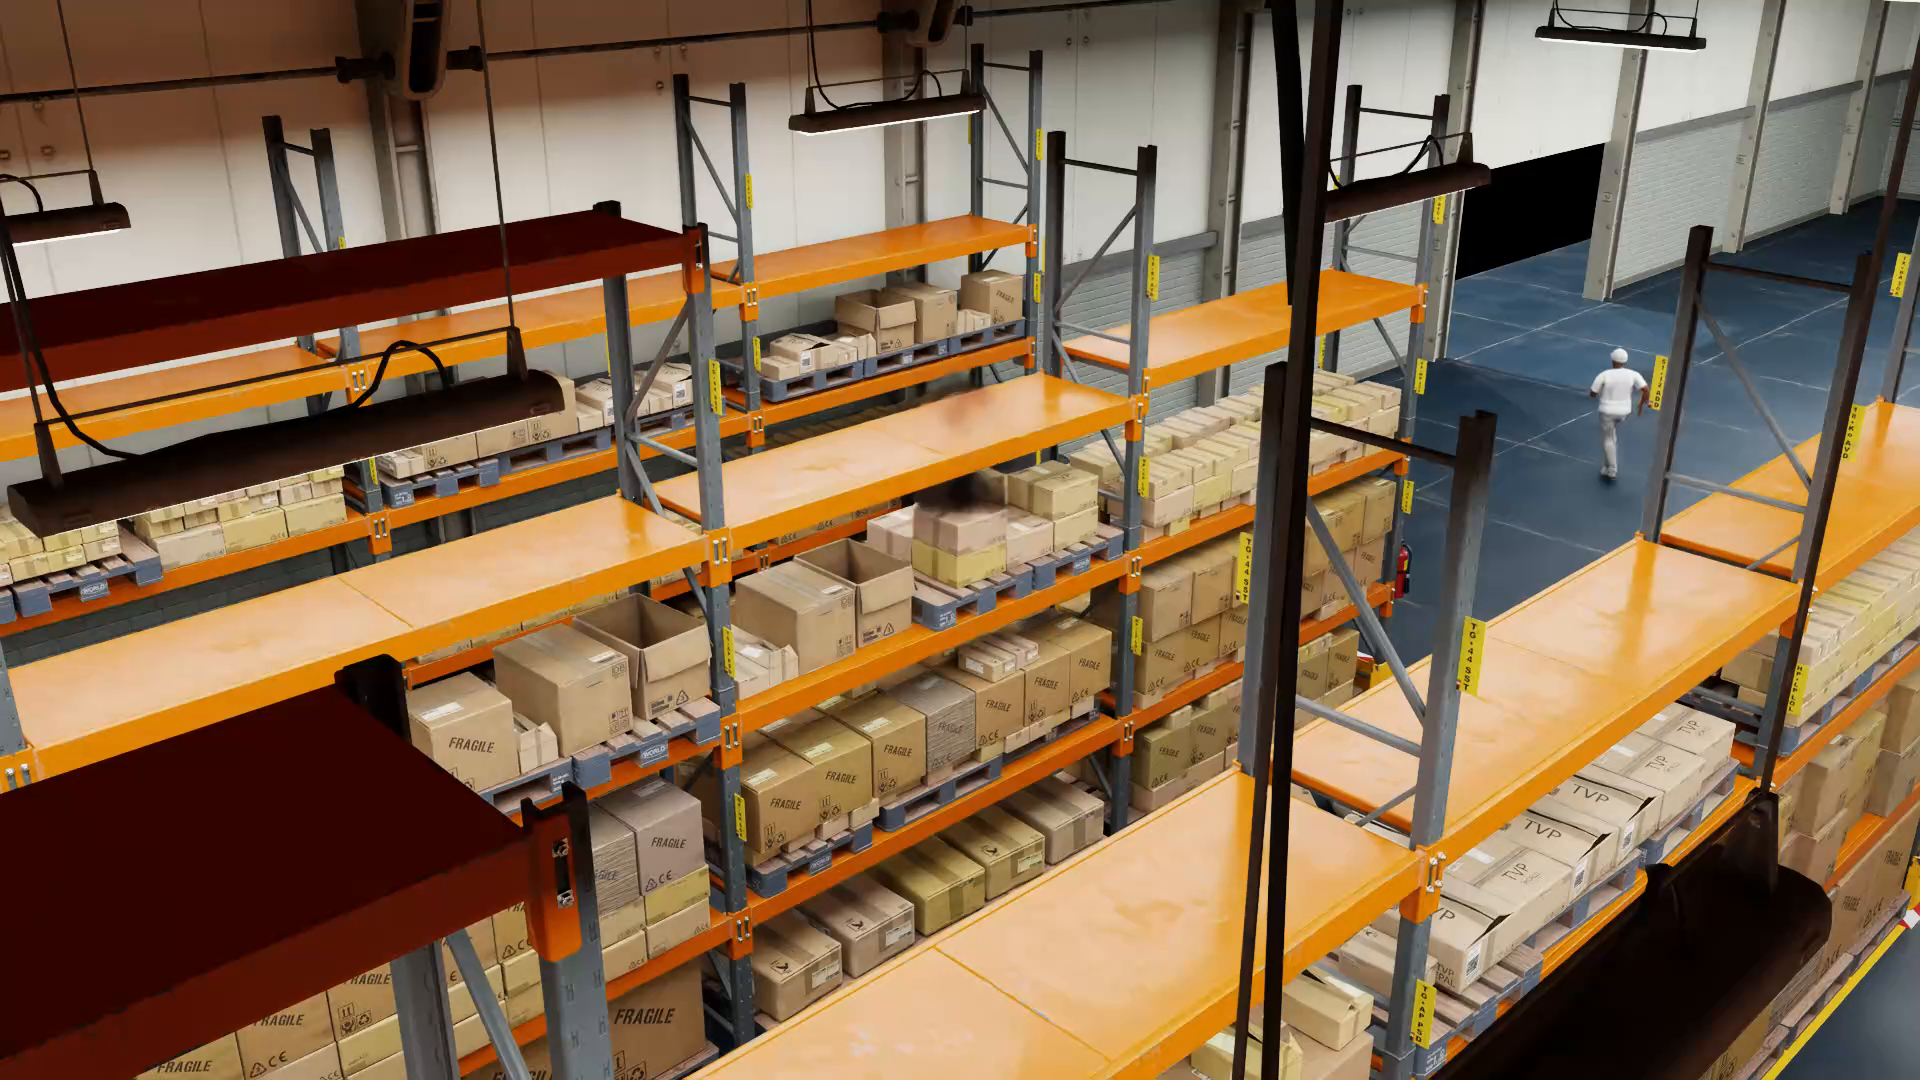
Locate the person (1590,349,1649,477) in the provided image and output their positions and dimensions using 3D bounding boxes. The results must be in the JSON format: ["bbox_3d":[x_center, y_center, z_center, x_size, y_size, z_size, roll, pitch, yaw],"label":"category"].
[{"bbox_3d":[8.949,-1.751,22.802,0.669,1.785,0.808,-2,23,-5],"label":"person"}]
